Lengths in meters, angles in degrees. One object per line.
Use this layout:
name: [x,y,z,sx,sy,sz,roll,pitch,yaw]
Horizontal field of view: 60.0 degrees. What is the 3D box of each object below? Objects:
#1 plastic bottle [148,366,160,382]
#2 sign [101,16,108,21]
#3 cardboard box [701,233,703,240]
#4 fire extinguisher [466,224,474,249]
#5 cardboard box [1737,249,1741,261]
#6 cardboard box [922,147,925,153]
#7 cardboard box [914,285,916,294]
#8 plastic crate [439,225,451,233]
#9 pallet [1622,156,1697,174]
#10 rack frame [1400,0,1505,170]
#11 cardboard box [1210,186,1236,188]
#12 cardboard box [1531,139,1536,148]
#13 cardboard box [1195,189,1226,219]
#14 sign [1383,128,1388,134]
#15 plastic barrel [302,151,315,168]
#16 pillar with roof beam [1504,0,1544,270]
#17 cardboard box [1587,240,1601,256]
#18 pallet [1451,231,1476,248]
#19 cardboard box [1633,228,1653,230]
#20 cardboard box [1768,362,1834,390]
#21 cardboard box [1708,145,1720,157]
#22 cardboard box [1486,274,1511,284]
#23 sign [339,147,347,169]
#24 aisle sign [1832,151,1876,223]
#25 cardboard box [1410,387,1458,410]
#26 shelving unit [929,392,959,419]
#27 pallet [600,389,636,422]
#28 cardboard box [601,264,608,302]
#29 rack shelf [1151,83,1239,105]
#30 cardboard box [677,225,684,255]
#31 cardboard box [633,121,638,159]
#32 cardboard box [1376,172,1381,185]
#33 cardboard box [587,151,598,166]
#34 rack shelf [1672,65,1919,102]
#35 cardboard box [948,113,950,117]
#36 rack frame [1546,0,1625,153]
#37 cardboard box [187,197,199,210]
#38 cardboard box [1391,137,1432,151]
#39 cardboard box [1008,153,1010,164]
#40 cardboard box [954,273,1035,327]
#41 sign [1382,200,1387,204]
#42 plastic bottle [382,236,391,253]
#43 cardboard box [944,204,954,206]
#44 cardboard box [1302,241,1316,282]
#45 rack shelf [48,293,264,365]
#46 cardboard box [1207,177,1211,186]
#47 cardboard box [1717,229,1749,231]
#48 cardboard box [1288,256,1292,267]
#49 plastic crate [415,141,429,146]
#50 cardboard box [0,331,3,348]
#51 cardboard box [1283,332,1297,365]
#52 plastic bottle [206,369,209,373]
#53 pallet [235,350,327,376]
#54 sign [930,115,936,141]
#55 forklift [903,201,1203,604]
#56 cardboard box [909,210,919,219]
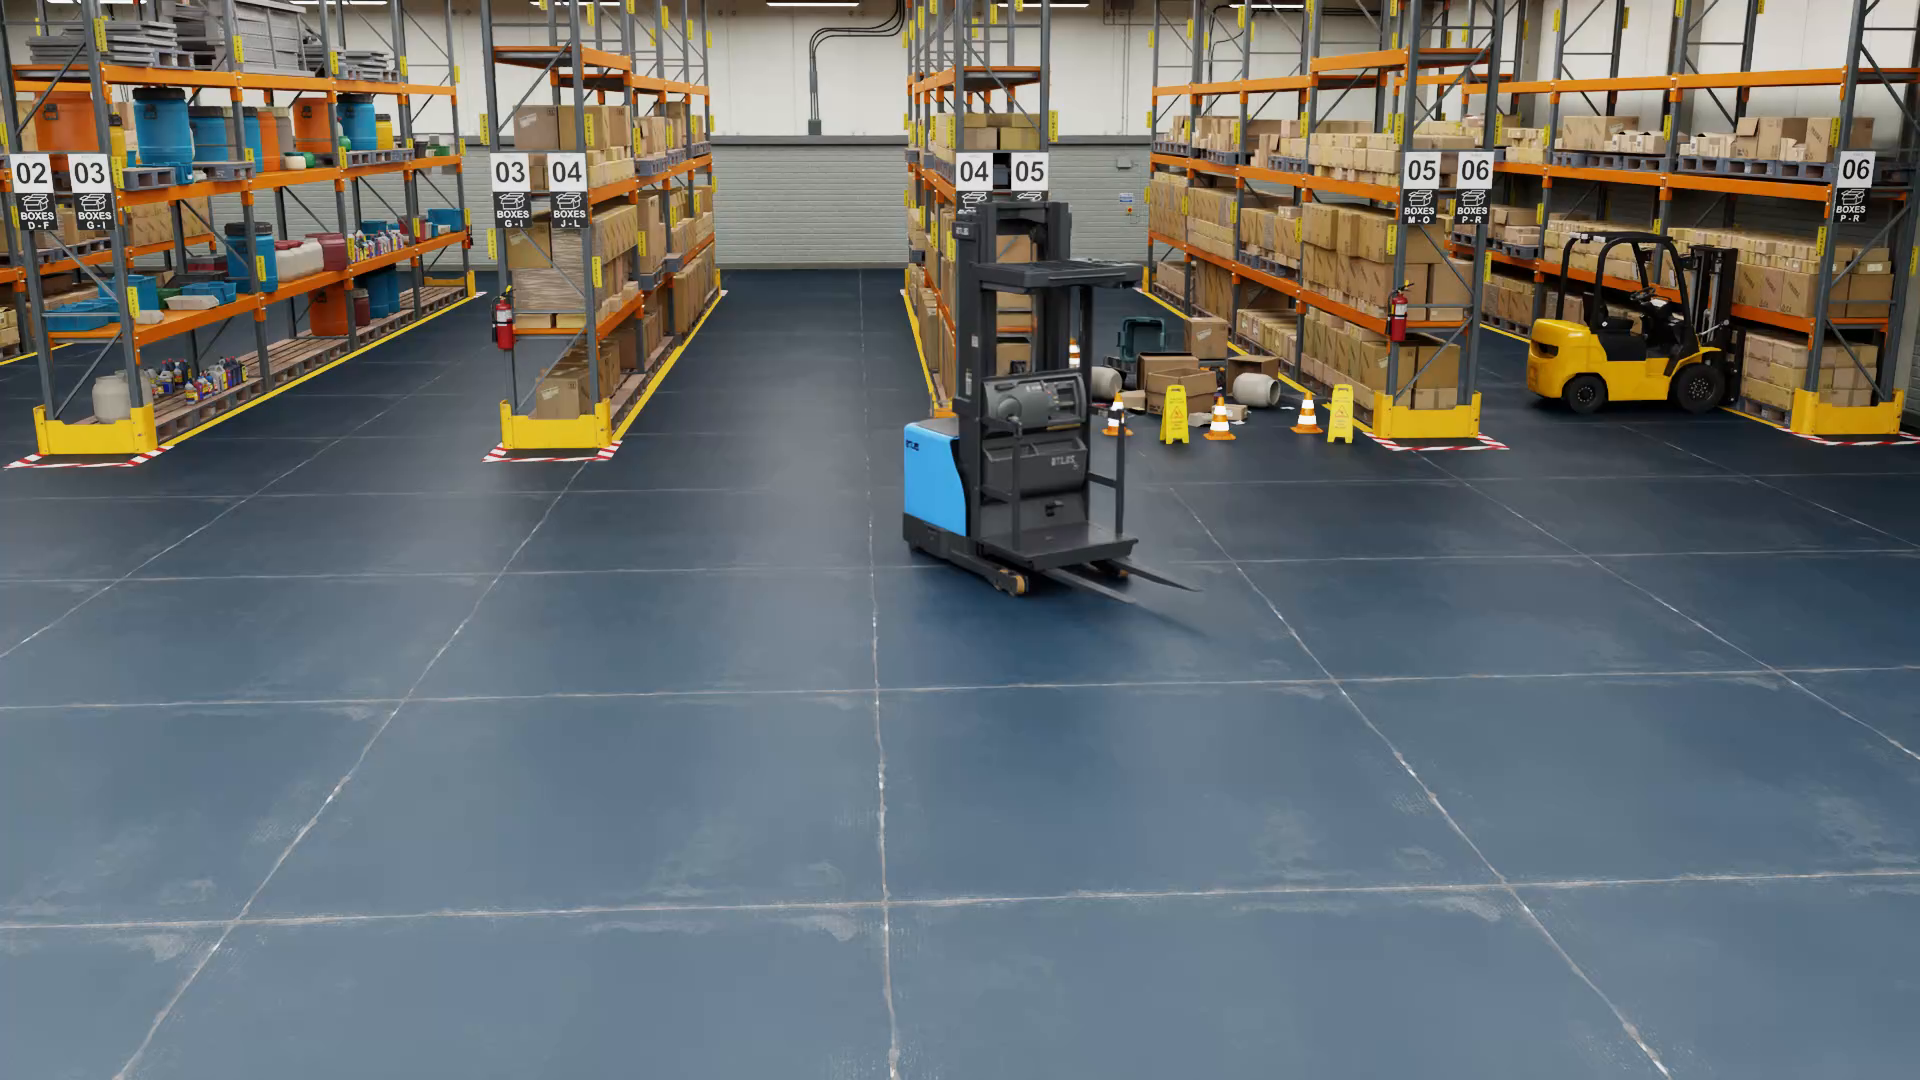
plastic bottle: [-10.023,-1.984,20.652,0.144,0.351,0.185,-1,14,-4]
sign: [-14.583,-8.772,28.369,0.100,0.325,0.005,-1,14,-3]
cardboard box: [-4.987,-5.633,30.905,0.380,0.149,0.250,-1,14,-5]
fire extinguisher: [-9.996,-6.225,33.603,0.296,0.674,0.183,-1,14,-3]
cardboard box: [9.924,-3.615,21.055,0.380,0.149,0.250,-1,14,-5]
cardboard box: [-0.334,-6.176,26.289,0.500,0.500,0.500,-1,14,-3]
cardboard box: [-0.658,-4.639,30.817,0.380,0.149,0.250,-2,15,-6]
plastic crate: [-10.209,-6.100,32.622,0.396,0.136,0.243,-1,14,-3]
pallet: [10.024,-5.300,23.470,0.805,0.209,1.217,-1,15,-6]
rack frame: [5.385,-5.554,18.053,1.000,3.000,0.127,-1,14,-3]
cardboard box: [4.854,-6.288,30.737,0.500,0.500,0.500,-1,14,-3]
cardboard box: [9.594,-6.504,27.265,0.380,0.149,0.250,-1,14,-2]
cardboard box: [4.441,-5.926,29.330,0.500,0.500,0.500,-1,14,-4]
sign: [5.679,-5.357,22.268,0.100,0.325,0.005,-1,14,-3]
plastic barrel: [-9.878,-5.726,25.051,0.294,0.245,0.294,0,14,0]
pillar with roof beam: [6.155,-8.736,30.422,9.100,9.000,0.400,-1,14,-3]
cardboard box: [9.728,-4.389,24.864,0.500,0.250,0.500,-1,14,-3]
pallet: [9.536,-5.417,29.946,1.003,0.211,1.213,-1,14,-3]
cardboard box: [10.236,-4.554,24.704,0.380,0.149,0.250,-1,14,-3]
cardboard box: [9.997,-1.956,19.781,0.500,0.250,0.500,-1,14,-4]
cardboard box: [9.864,-4.996,21.366,0.380,0.149,0.250,0,14,-2]
cardboard box: [9.496,-4.600,29.258,0.380,0.149,0.250,0,14,-1]
sign: [-9.396,-5.821,25.320,0.100,0.325,0.005,-1,14,-3]
aisle sign: [10.050,-3.964,18.697,0.394,0.787,0.004,-1,14,-3]
cardboard box: [5.611,-1.725,19.887,0.500,0.250,0.500,-1,14,-4]
shelving unit: [-0.136,-0.677,14.750,0.258,1.200,0.503,0,14,-2]
pallet: [-4.598,-1.669,20.590,1.003,0.211,1.213,-1,14,-3]
cardboard box: [-4.651,-3.073,19.651,0.875,0.500,0.500,-1,14,-3]
rack shelf: [4.518,-8.494,31.725,1.077,0.370,4.000,-1,14,-3]
cardboard box: [-4.829,-4.914,27.405,0.500,0.500,0.500,-1,14,-4]
cardboard box: [-4.684,-5.315,22.093,0.797,0.503,0.637,-2,15,-6]
cardboard box: [5.053,-4.192,19.283,0.380,0.149,0.250,0,14,-2]
cardboard box: [-4.211,-4.207,18.337,0.380,0.149,0.250,-1,14,-2]
rack shelf: [10.215,-5.587,20.427,1.077,0.370,4.000,-1,14,-3]
cardboard box: [0.062,-4.720,18.693,0.380,0.149,0.250,-1,14,-3]
rack frame: [9.844,-7.621,26.087,1.000,3.000,0.127,-1,14,-3]
cardboard box: [-15.050,-6.623,32.041,0.500,0.500,0.500,0,14,-2]
cardboard box: [5.070,-4.445,18.668,0.380,0.149,0.250,-1,14,-3]
cardboard box: [0.733,-4.283,18.595,0.380,0.149,0.250,-1,14,-3]
cardboard box: [0.383,-2.711,18.743,0.875,0.550,0.550,-1,14,-3]
sign: [8.806,-7.116,34.427,0.100,0.325,0.005,-1,14,-3]
plastic bottle: [-9.792,-5.034,28.321,0.152,0.276,0.135,-1,14,-3]
cardboard box: [0.040,-4.704,24.582,0.700,0.500,0.500,-1,14,-4]
cardboard box: [4.886,-3.722,22.175,0.500,0.500,0.500,-1,14,-4]
rack shelf: [-9.573,-2.568,19.931,1.077,0.370,4.000,-1,14,-3]
cardboard box: [4.791,-6.689,30.994,0.380,0.149,0.250,-1,14,-4]
cardboard box: [10.387,-4.090,22.302,0.380,0.149,0.250,-1,14,-5]
cardboard box: [4.831,-3.915,23.382,0.380,0.149,0.250,-1,14,-5]
plastic crate: [-10.695,-7.688,32.628,0.497,0.269,0.590,-1,14,-3]
cardboard box: [-14.577,-2.950,24.646,0.500,0.250,0.500,-1,14,-4]
cardboard box: [5.102,-2.704,23.449,0.950,0.372,0.625,-1,14,-3]
plastic bottle: [-9.438,-2.020,20.925,0.061,0.283,0.133,-1,14,-3]
pallet: [-9.863,-2.562,24.061,1.003,0.211,1.213,-1,14,-3]
sign: [-0.338,-5.386,21.753,0.100,0.325,0.005,-1,14,-3]
forklift: [0.710,-1.117,12.986,1.130,2.935,3.031,-9,17,-30]
cardboard box: [-0.691,-5.663,28.984,0.380,0.149,0.250,-1,14,-3]
